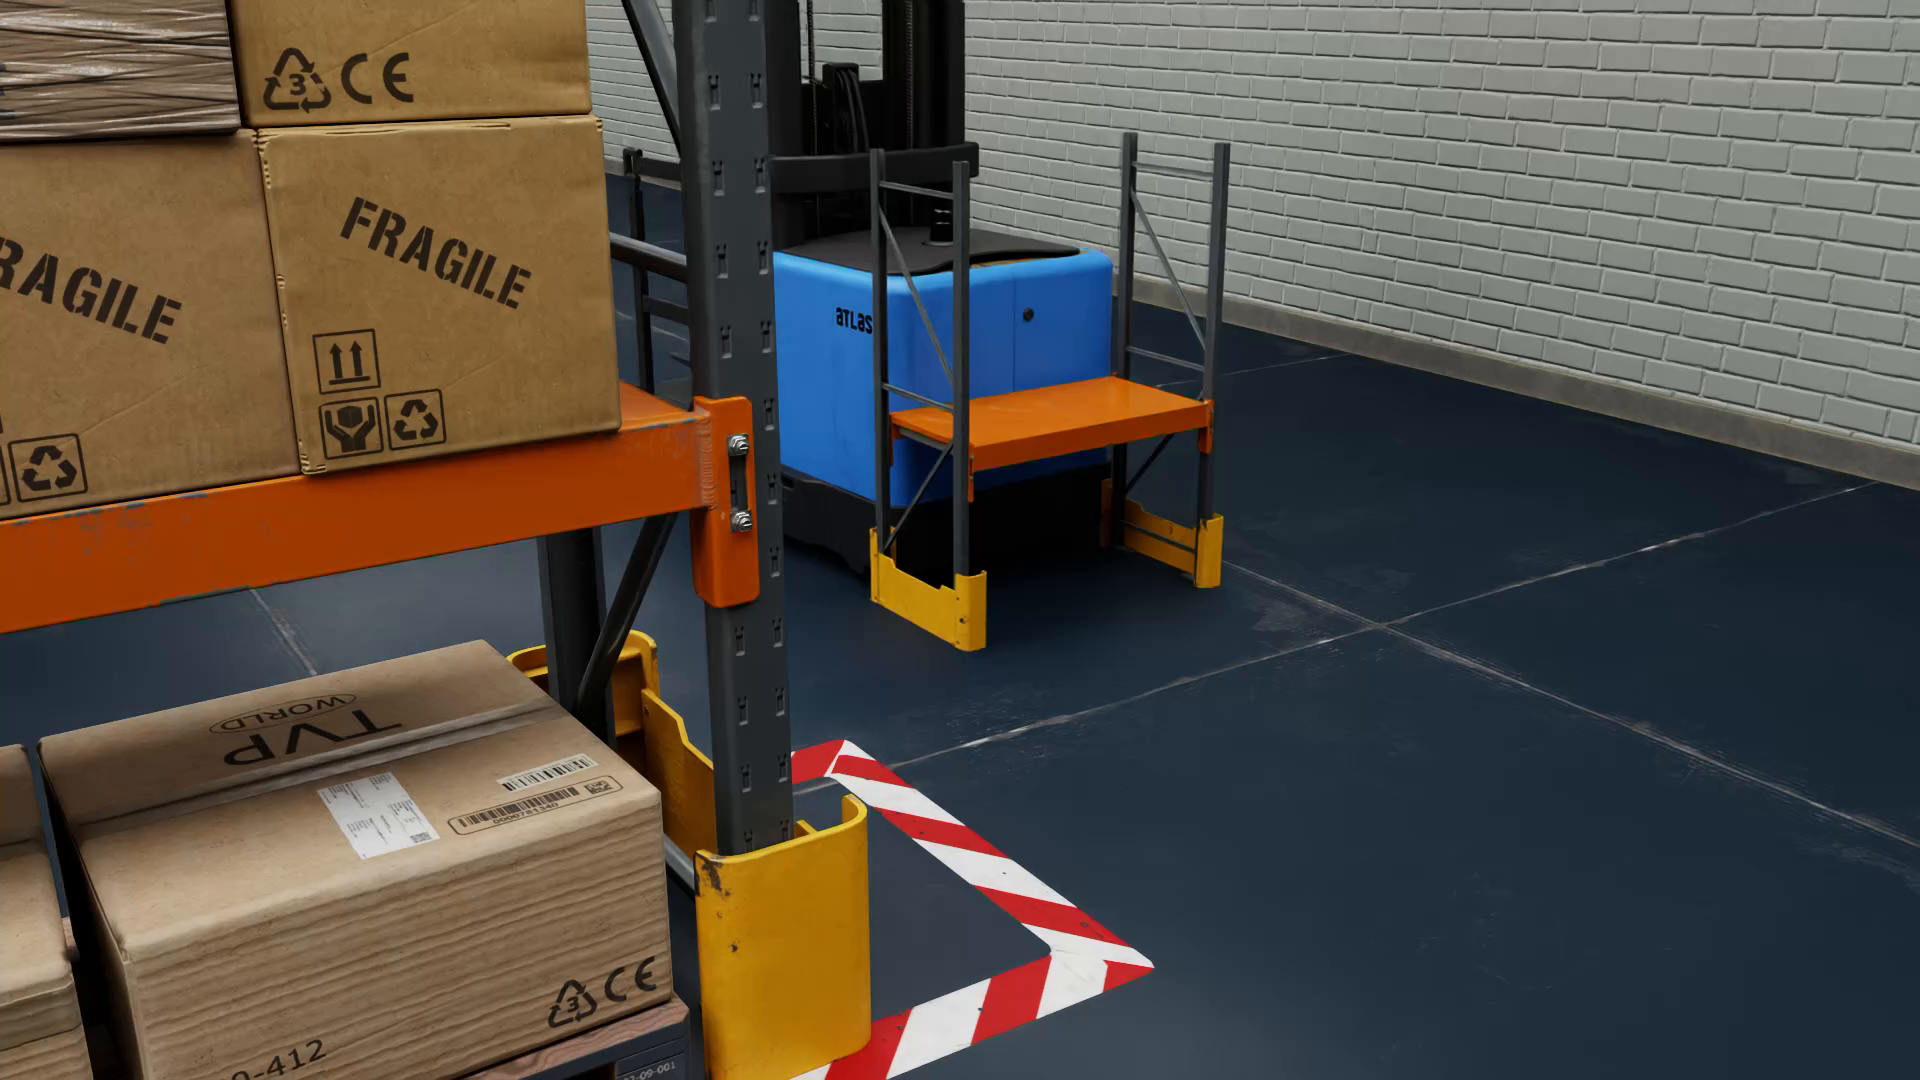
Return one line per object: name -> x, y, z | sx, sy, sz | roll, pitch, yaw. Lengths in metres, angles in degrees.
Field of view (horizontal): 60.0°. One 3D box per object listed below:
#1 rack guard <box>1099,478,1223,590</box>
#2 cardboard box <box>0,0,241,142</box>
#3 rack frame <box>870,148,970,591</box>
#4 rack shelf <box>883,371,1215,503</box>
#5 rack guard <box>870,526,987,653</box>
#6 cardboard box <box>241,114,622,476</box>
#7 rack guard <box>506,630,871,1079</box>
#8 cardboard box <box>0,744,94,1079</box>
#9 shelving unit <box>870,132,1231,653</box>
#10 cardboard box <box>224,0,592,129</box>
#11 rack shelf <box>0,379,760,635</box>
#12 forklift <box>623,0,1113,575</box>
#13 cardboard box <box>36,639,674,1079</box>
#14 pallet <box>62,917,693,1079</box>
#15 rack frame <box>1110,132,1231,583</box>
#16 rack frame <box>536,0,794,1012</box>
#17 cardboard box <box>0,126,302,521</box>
rack guard -> 0.711, -0.030, 5.942 | 0.087, 0.250, 0.587 | -12, 22, -33
cardboard box -> -1.329, -0.819, 2.268 | 0.500, 0.500, 0.500 | -12, 22, -31
rack frame -> -0.125, -0.437, 5.196 | 0.032, 1.500, 0.500 | -12, 22, -33
rack shelf -> 0.293, -0.359, 5.527 | 1.000, 0.185, 0.538 | -12, 22, -33
rack guard -> -0.109, 0.151, 5.407 | 0.087, 0.250, 0.587 | -12, 22, -33
cardboard box -> -0.894, -0.438, 2.702 | 0.500, 0.500, 0.500 | -12, 22, -31
rack guard -> -0.616, 0.633, 3.592 | 0.348, 0.500, 1.175 | -12, 22, -31
cardboard box -> -1.892, 0.774, 2.615 | 0.875, 0.438, 0.875 | -11, 22, -30
shelving unit -> 0.301, -0.531, 5.475 | 1.083, 1.500, 0.587 | -12, 22, -33
cardboard box -> -0.908, -0.919, 2.563 | 0.500, 0.500, 0.500 | -11, 22, -30
rack shelf -> -2.307, 0.146, 2.252 | 4.000, 0.370, 1.077 | -12, 22, -31
forklift -> -0.738, -1.673, 6.618 | 1.130, 2.935, 3.031 | -14, 23, -36
cardboard box -> -1.133, 0.611, 3.099 | 0.875, 0.438, 0.875 | -13, 23, -33
pallet -> -1.261, 0.936, 3.147 | 1.213, 0.211, 1.003 | -12, 22, -31
rack frame -> 0.712, -0.622, 5.743 | 0.032, 1.500, 0.500 | -12, 22, -33
rack frame -> -0.636, -0.547, 3.179 | 0.127, 3.000, 1.000 | -12, 22, -31
cardboard box -> -1.321, -0.354, 2.453 | 0.500, 0.500, 0.500 | -12, 22, -33
